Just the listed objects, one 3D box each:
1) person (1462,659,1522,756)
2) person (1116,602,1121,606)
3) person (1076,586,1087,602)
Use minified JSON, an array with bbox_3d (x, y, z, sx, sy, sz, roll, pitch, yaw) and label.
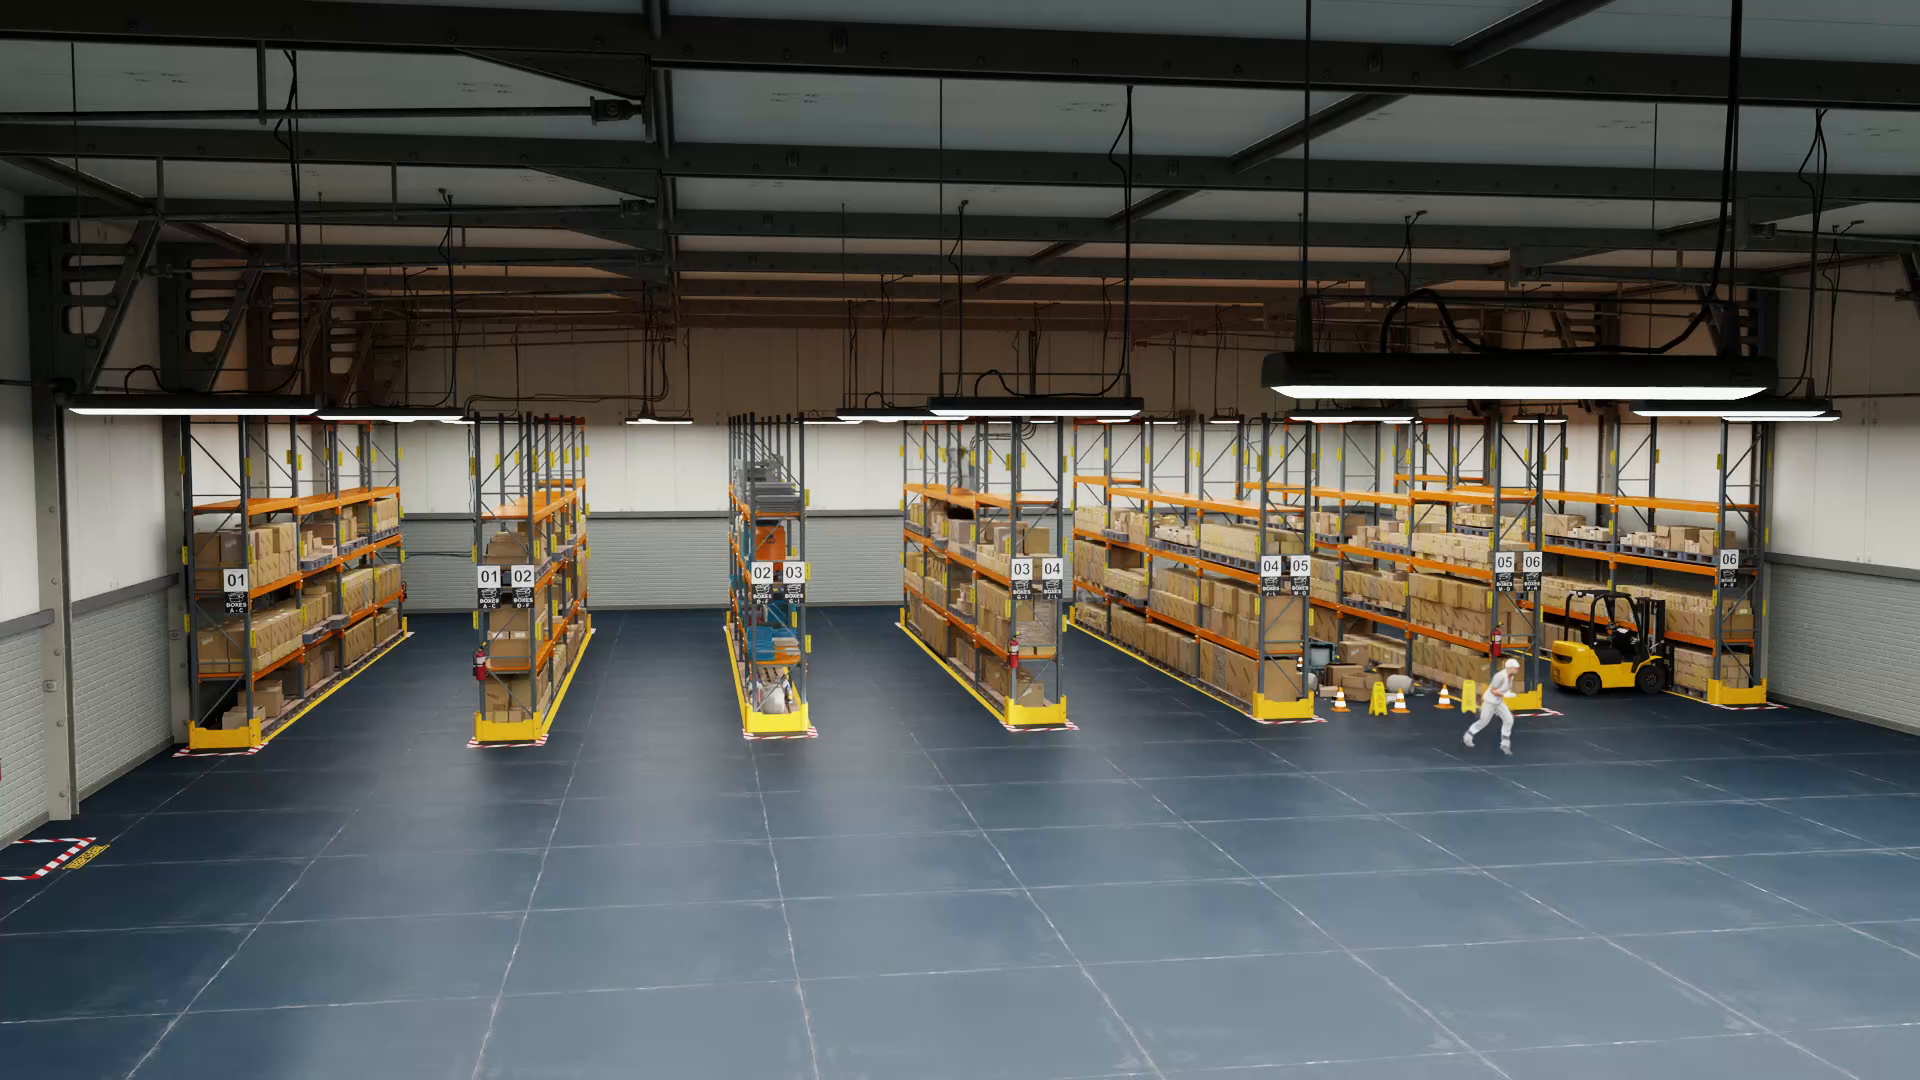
[{"bbox_3d":[9.347,2.917,29.212,1.039,1.731,0.705,3,5,42],"label":"person"},{"bbox_3d":[4.821,1.479,49.284,0.978,1.761,0.741,4,5,45],"label":"person"},{"bbox_3d":[3.643,1.466,50.196,0.590,1.660,0.620,3,5,39],"label":"person"}]
